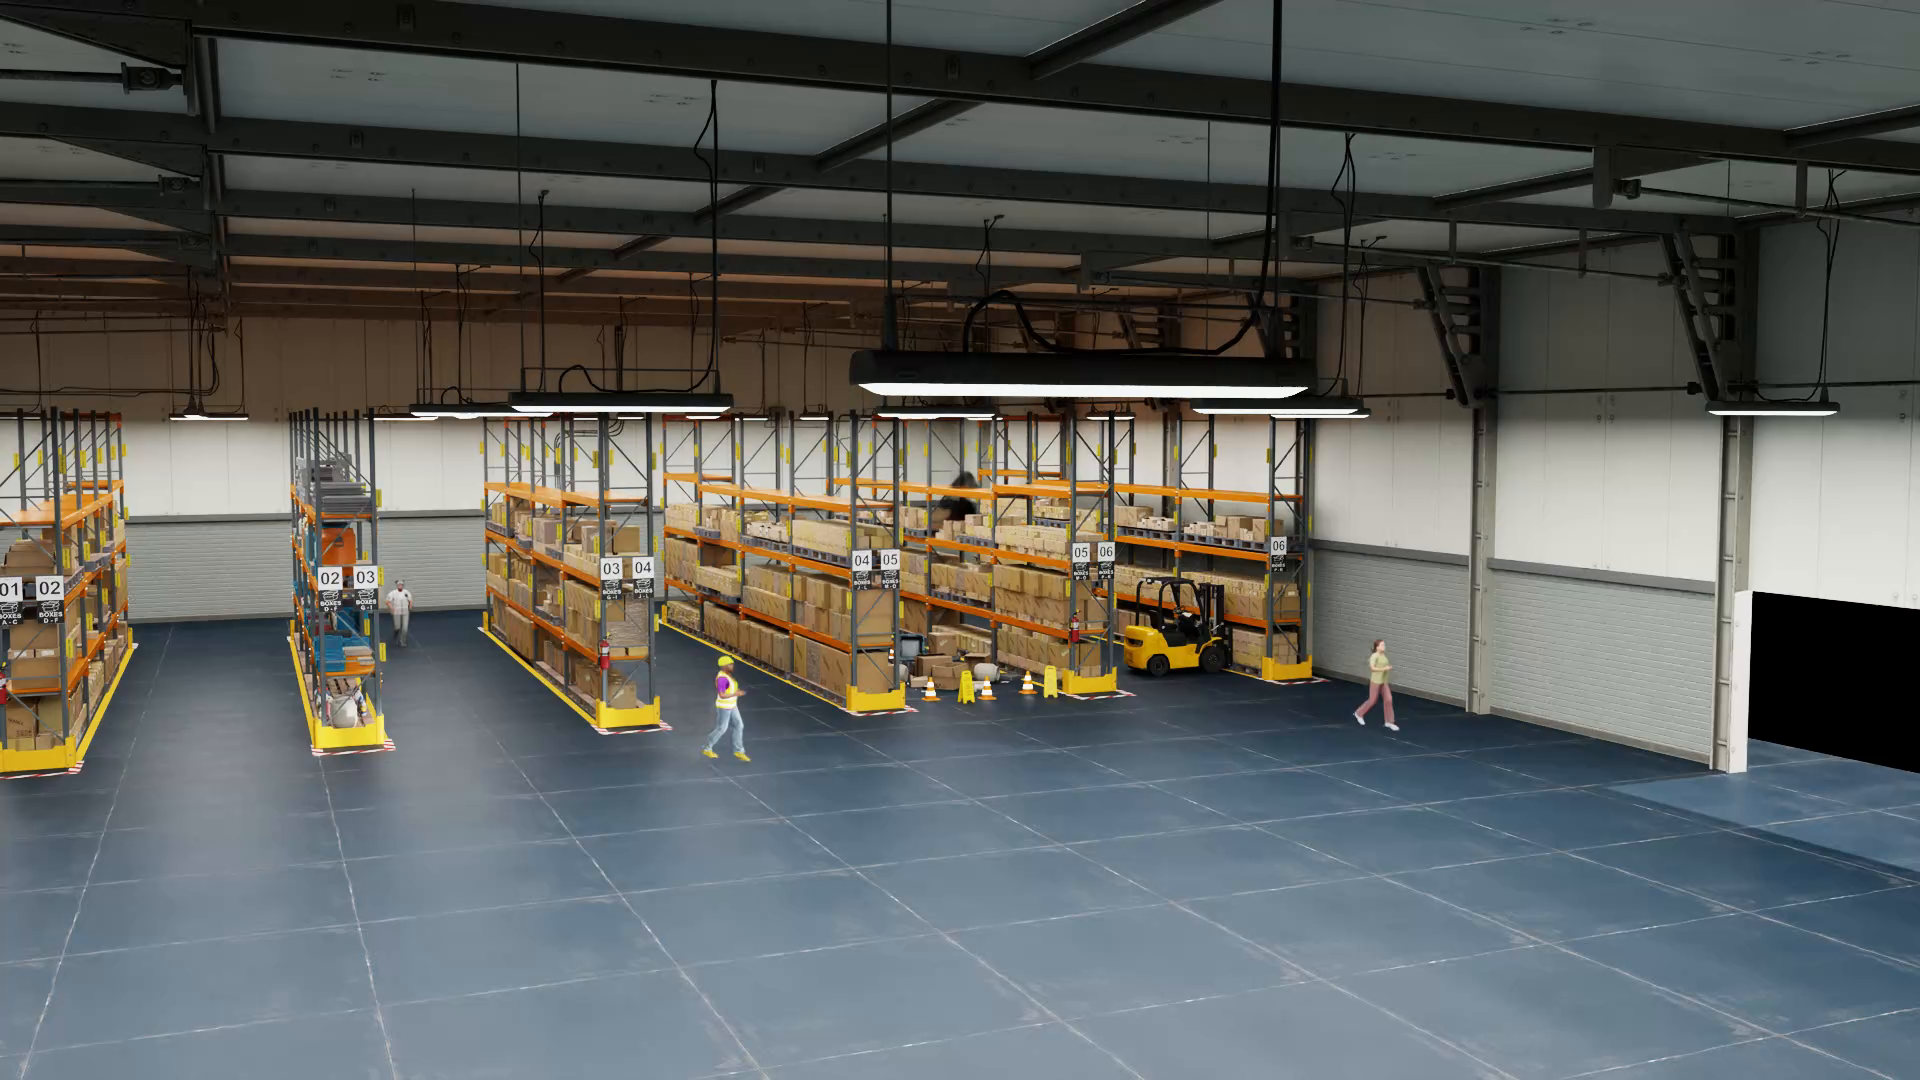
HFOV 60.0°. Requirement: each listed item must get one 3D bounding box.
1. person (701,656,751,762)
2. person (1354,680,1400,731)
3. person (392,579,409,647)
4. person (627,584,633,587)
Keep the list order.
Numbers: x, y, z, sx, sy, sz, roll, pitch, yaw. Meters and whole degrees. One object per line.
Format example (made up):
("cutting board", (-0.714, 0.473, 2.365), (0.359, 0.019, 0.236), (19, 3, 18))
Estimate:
("person", (-3.976, 2.868, 28.120), (0.830, 1.824, 0.681), (1, 4, 9))
("person", (7.815, 3.011, 31.137), (0.925, 1.016, 0.346), (4, 6, 45))
("person", (-14.331, 1.865, 42.631), (0.438, 1.735, 0.532), (-2, 5, -30))
("person", (-8.970, 1.627, 45.759), (0.614, 1.550, 0.718), (-2, 4, -25))
